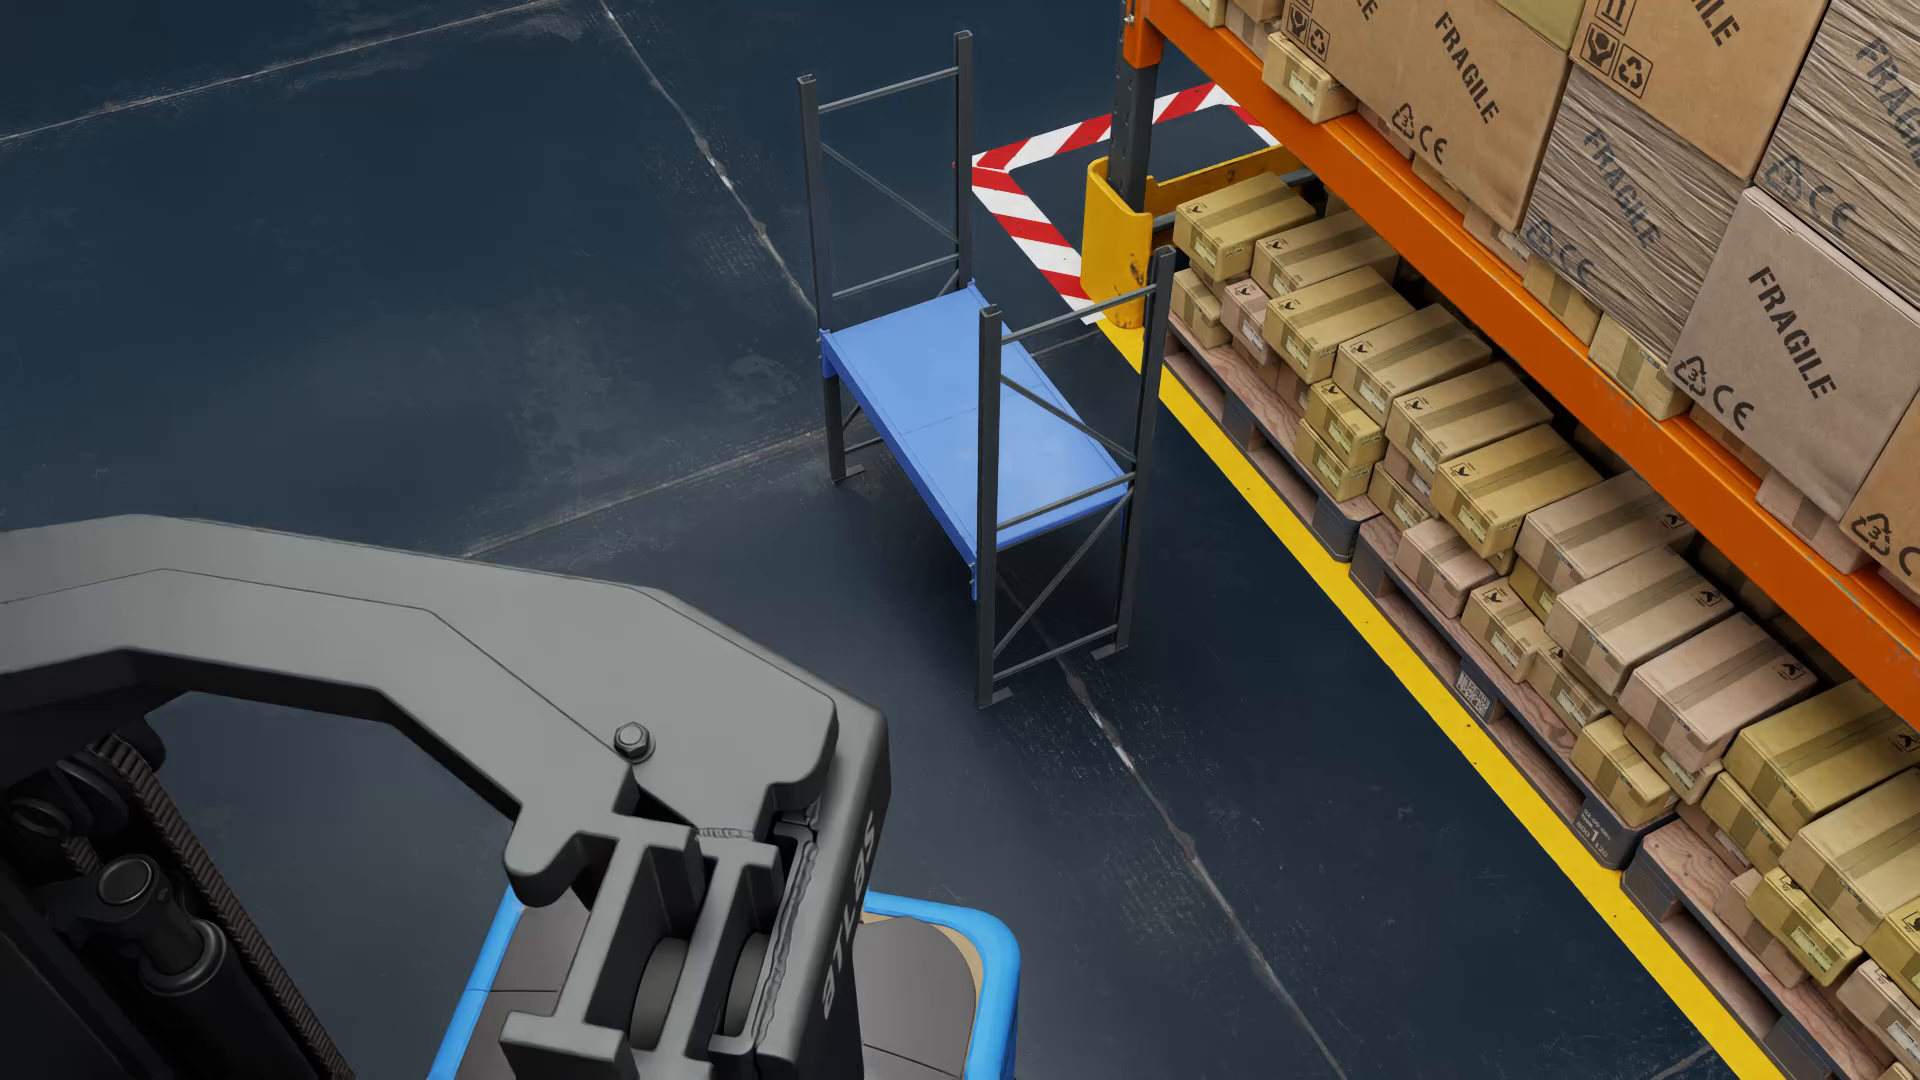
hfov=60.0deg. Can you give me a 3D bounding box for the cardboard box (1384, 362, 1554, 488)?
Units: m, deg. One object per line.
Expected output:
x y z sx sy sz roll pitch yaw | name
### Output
1.456 -0.331 4.766 0.380 0.149 0.250 -19 52 -16 | cardboard box

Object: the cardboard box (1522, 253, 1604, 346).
1.594 -0.646 3.989 0.380 0.149 0.250 -19 52 -16 | cardboard box

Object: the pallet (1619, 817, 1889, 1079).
2.470 1.073 4.171 1.003 0.211 1.213 -21 52 -18 | pallet

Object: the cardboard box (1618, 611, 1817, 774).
1.886 0.377 4.148 0.380 0.149 0.250 -24 53 -19 | cardboard box

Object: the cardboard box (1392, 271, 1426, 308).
1.545 -0.934 5.492 0.380 0.149 0.250 -22 52 -18 | cardboard box

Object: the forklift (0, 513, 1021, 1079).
-0.652 1.490 1.999 1.130 2.935 3.031 8 49 7 | forklift

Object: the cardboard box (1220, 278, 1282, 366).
1.065 -0.741 5.323 0.380 0.149 0.250 -21 52 -18 | cardboard box

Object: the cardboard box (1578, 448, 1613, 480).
2.062 -0.260 4.902 0.380 0.149 0.250 -19 51 -16 | cardboard box

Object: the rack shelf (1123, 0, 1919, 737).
1.893 -0.510 4.181 1.077 0.370 4.000 -21 52 -18 | rack shelf

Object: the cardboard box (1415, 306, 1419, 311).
1.612 -0.867 5.631 0.380 0.149 0.250 -20 52 -16 | cardboard box

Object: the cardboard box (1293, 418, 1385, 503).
1.265 -0.304 5.138 0.380 0.149 0.250 -21 52 -17 | cardboard box

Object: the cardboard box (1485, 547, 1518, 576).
1.643 -0.086 4.750 0.380 0.149 0.250 -19 51 -16 | cardboard box

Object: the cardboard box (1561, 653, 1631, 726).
1.842 0.291 4.420 0.380 0.149 0.250 -23 53 -19 | cardboard box

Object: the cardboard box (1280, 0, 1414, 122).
1.205 -1.471 4.280 0.500 0.500 0.500 -21 52 -17 | cardboard box

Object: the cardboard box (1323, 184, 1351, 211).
1.446 -1.214 5.538 0.380 0.149 0.250 -21 52 -17 | cardboard box

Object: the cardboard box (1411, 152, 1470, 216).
1.406 -1.002 4.300 0.380 0.149 0.250 -22 52 -18 | cardboard box

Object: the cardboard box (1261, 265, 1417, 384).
1.150 -0.657 5.052 0.380 0.149 0.250 -21 52 -18 | cardboard box

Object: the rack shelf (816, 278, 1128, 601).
0.039 -0.318 4.771 0.538 0.185 1.000 -21 52 -18 | rack shelf

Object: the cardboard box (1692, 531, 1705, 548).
2.143 -0.160 4.617 0.380 0.149 0.250 -21 52 -17 | cardboard box

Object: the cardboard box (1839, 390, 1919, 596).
2.099 -0.113 3.092 0.500 0.500 0.500 -23 53 -19 | cardboard box

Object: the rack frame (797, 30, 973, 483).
-0.194 -0.777 4.933 0.500 1.500 0.032 -21 52 -18 | rack frame

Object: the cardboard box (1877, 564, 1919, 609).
2.129 0.034 3.395 0.380 0.149 0.250 -23 53 -19 | cardboard box

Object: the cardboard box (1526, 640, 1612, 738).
1.793 0.357 4.560 0.380 0.149 0.250 -20 52 -17 | cardboard box

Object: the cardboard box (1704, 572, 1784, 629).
2.303 0.088 4.598 0.380 0.149 0.250 -22 52 -18 | cardboard box

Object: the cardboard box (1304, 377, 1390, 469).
1.276 -0.398 5.023 0.380 0.149 0.250 -20 52 -16 | cardboard box

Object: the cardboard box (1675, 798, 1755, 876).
2.091 0.672 4.285 0.380 0.149 0.250 -22 52 -18 | cardboard box

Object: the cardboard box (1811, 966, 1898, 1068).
2.281 1.045 3.959 0.380 0.149 0.250 -20 52 -17 | cardboard box

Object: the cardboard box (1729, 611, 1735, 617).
2.298 0.184 4.712 0.380 0.149 0.250 -22 53 -18 | cardboard box

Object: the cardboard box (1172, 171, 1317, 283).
0.916 -1.013 5.363 0.380 0.149 0.250 -23 53 -19 | cardboard box

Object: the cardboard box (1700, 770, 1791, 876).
2.081 0.641 4.114 0.380 0.149 0.250 -21 52 -17 | cardboard box

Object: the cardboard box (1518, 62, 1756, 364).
1.657 -0.800 3.693 0.500 0.500 0.500 -22 53 -18 | cardboard box

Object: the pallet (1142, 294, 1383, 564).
1.353 -0.560 5.600 1.003 0.211 1.213 -21 52 -18 | pallet

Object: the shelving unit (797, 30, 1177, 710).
0.039 -0.437 4.636 0.538 1.500 1.048 -21 52 -18 | shelving unit

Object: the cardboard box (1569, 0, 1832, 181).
1.638 -1.122 3.310 0.500 0.500 0.500 -23 53 -19 | cardboard box

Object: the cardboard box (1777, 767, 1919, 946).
2.142 0.727 3.842 0.380 0.149 0.250 -22 52 -18 | cardboard box

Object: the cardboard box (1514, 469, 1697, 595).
1.736 -0.004 4.480 0.380 0.149 0.250 -21 52 -17 | cardboard box

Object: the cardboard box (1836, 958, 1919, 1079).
2.247 1.016 3.786 0.380 0.149 0.250 -23 53 -19 | cardboard box

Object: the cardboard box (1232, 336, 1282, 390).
1.126 -0.677 5.464 0.380 0.149 0.250 -21 52 -18 | cardboard box

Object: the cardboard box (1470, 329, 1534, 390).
1.744 -0.565 5.169 0.380 0.149 0.250 -22 52 -18 | cardboard box

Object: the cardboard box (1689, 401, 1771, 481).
1.870 -0.311 3.696 0.380 0.149 0.250 -22 52 -18 | cardboard box

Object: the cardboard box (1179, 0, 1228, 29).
0.835 -1.673 4.887 0.380 0.149 0.250 -22 52 -18 | cardboard box

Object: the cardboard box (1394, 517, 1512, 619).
1.503 0.030 4.846 0.380 0.149 0.250 -24 53 -19 | cardboard box

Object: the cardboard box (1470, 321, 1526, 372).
1.803 -0.701 5.090 0.380 0.149 0.250 -23 53 -19 | cardboard box

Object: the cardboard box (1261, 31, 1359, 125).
1.064 -1.318 4.577 0.380 0.149 0.250 -23 53 -19 | cardboard box
